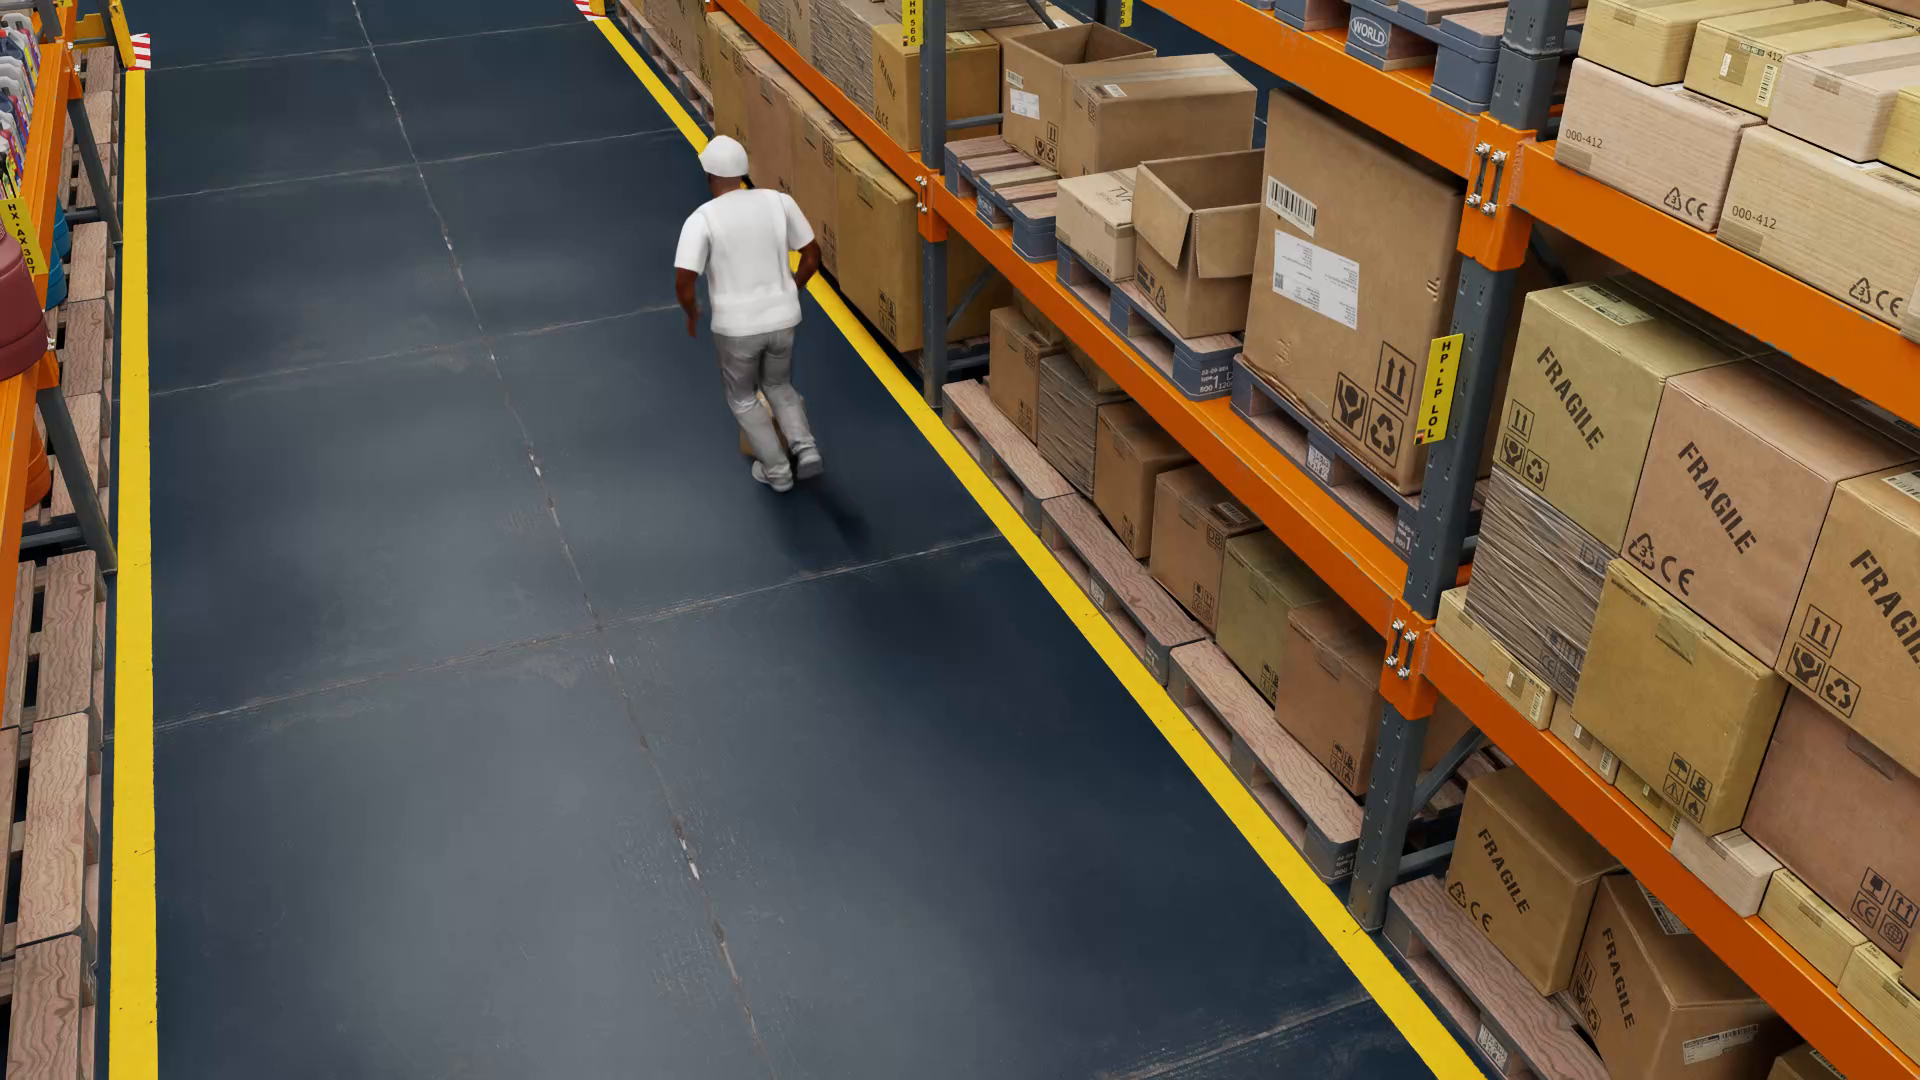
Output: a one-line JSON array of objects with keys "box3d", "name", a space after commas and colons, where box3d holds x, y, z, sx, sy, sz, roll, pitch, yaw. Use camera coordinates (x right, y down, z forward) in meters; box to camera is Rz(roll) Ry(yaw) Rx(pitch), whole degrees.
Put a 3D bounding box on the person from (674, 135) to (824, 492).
[{"box3d": [-0.957, -1.001, 7.739, 0.727, 1.666, 0.767, -18, 37, -25], "name": "person"}]
